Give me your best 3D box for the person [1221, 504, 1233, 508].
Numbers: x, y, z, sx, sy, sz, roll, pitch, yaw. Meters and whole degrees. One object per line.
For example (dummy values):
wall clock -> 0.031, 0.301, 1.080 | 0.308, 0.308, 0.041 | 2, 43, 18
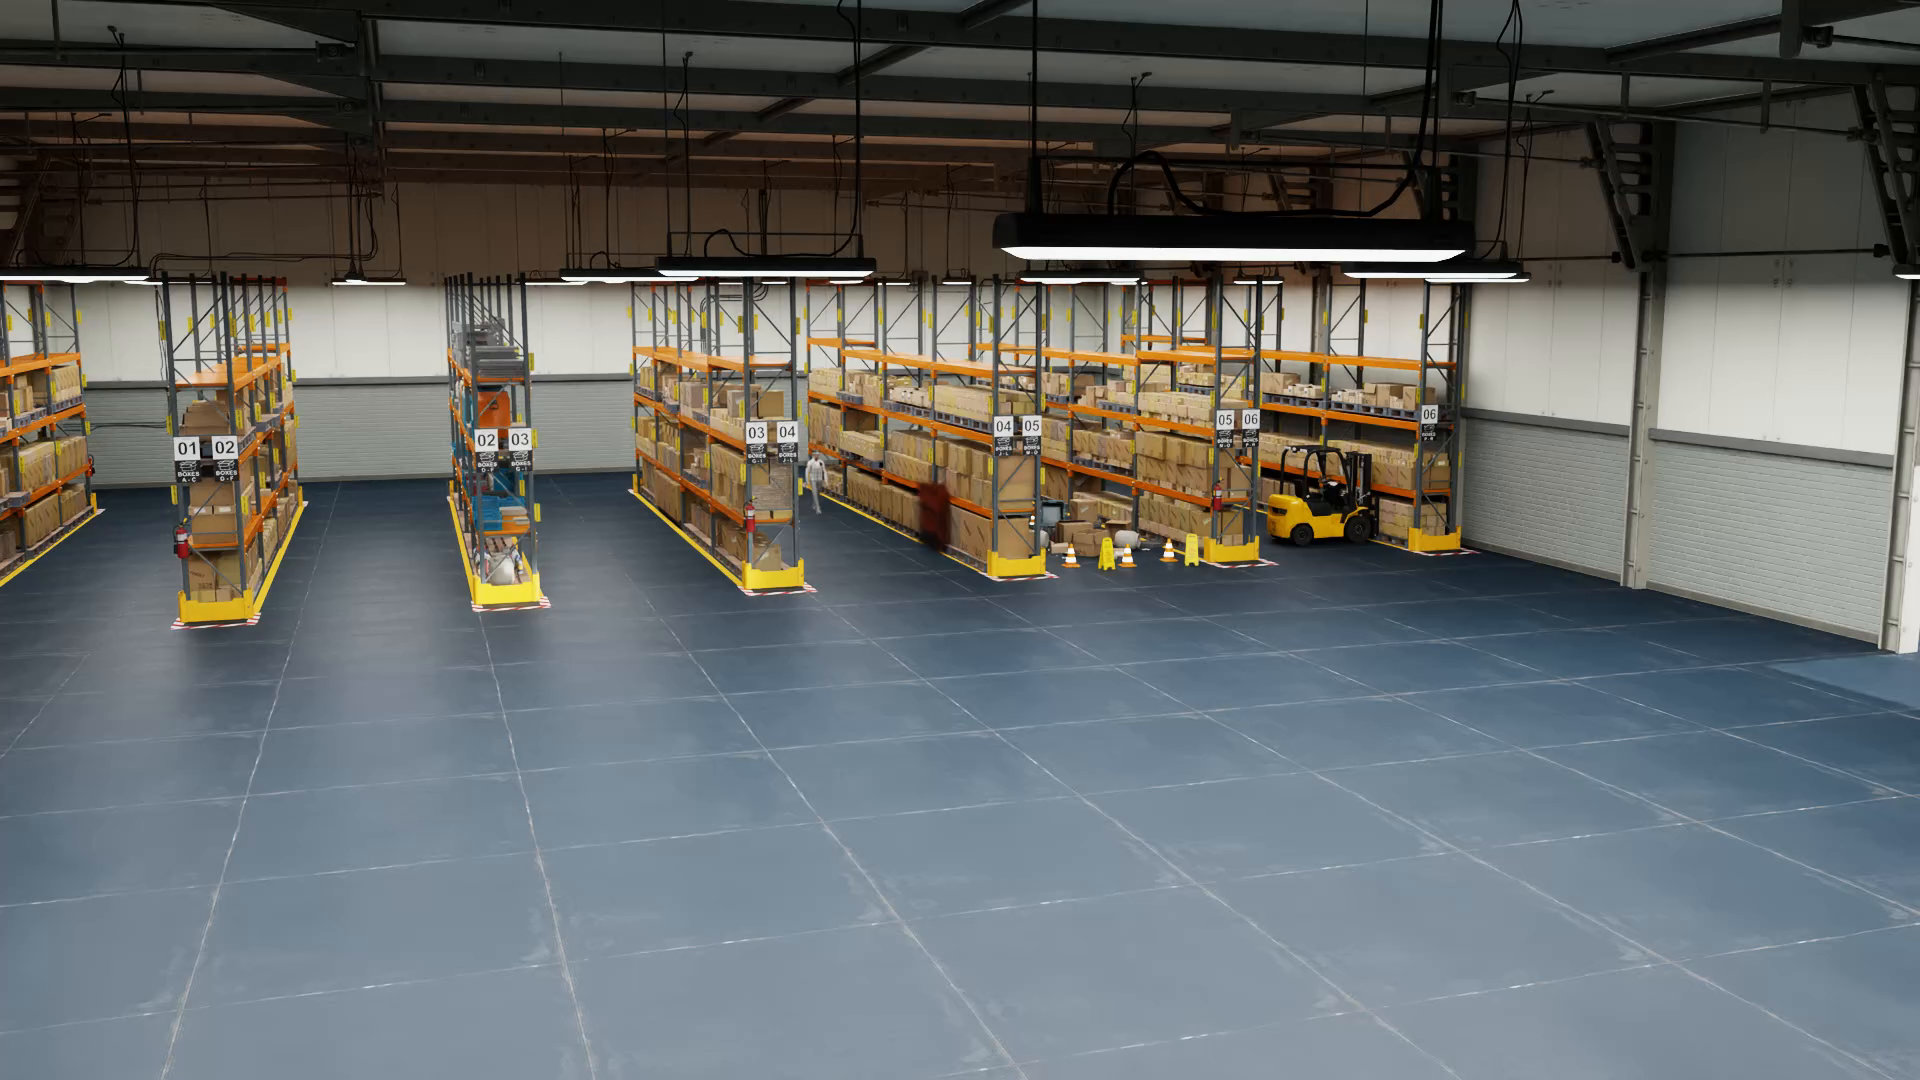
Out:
person -> 6.374, -1.008, 39.464 | 0.549, 1.608, 0.635 | -6, 11, -36

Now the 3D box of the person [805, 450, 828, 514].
person -> -3.679, -1.529, 42.692 | 0.532, 1.609, 1.034 | -3, 9, -21

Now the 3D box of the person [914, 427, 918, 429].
person -> -1.258, -2.535, 49.408 | 0.640, 1.678, 0.501 | -1, 9, -7
